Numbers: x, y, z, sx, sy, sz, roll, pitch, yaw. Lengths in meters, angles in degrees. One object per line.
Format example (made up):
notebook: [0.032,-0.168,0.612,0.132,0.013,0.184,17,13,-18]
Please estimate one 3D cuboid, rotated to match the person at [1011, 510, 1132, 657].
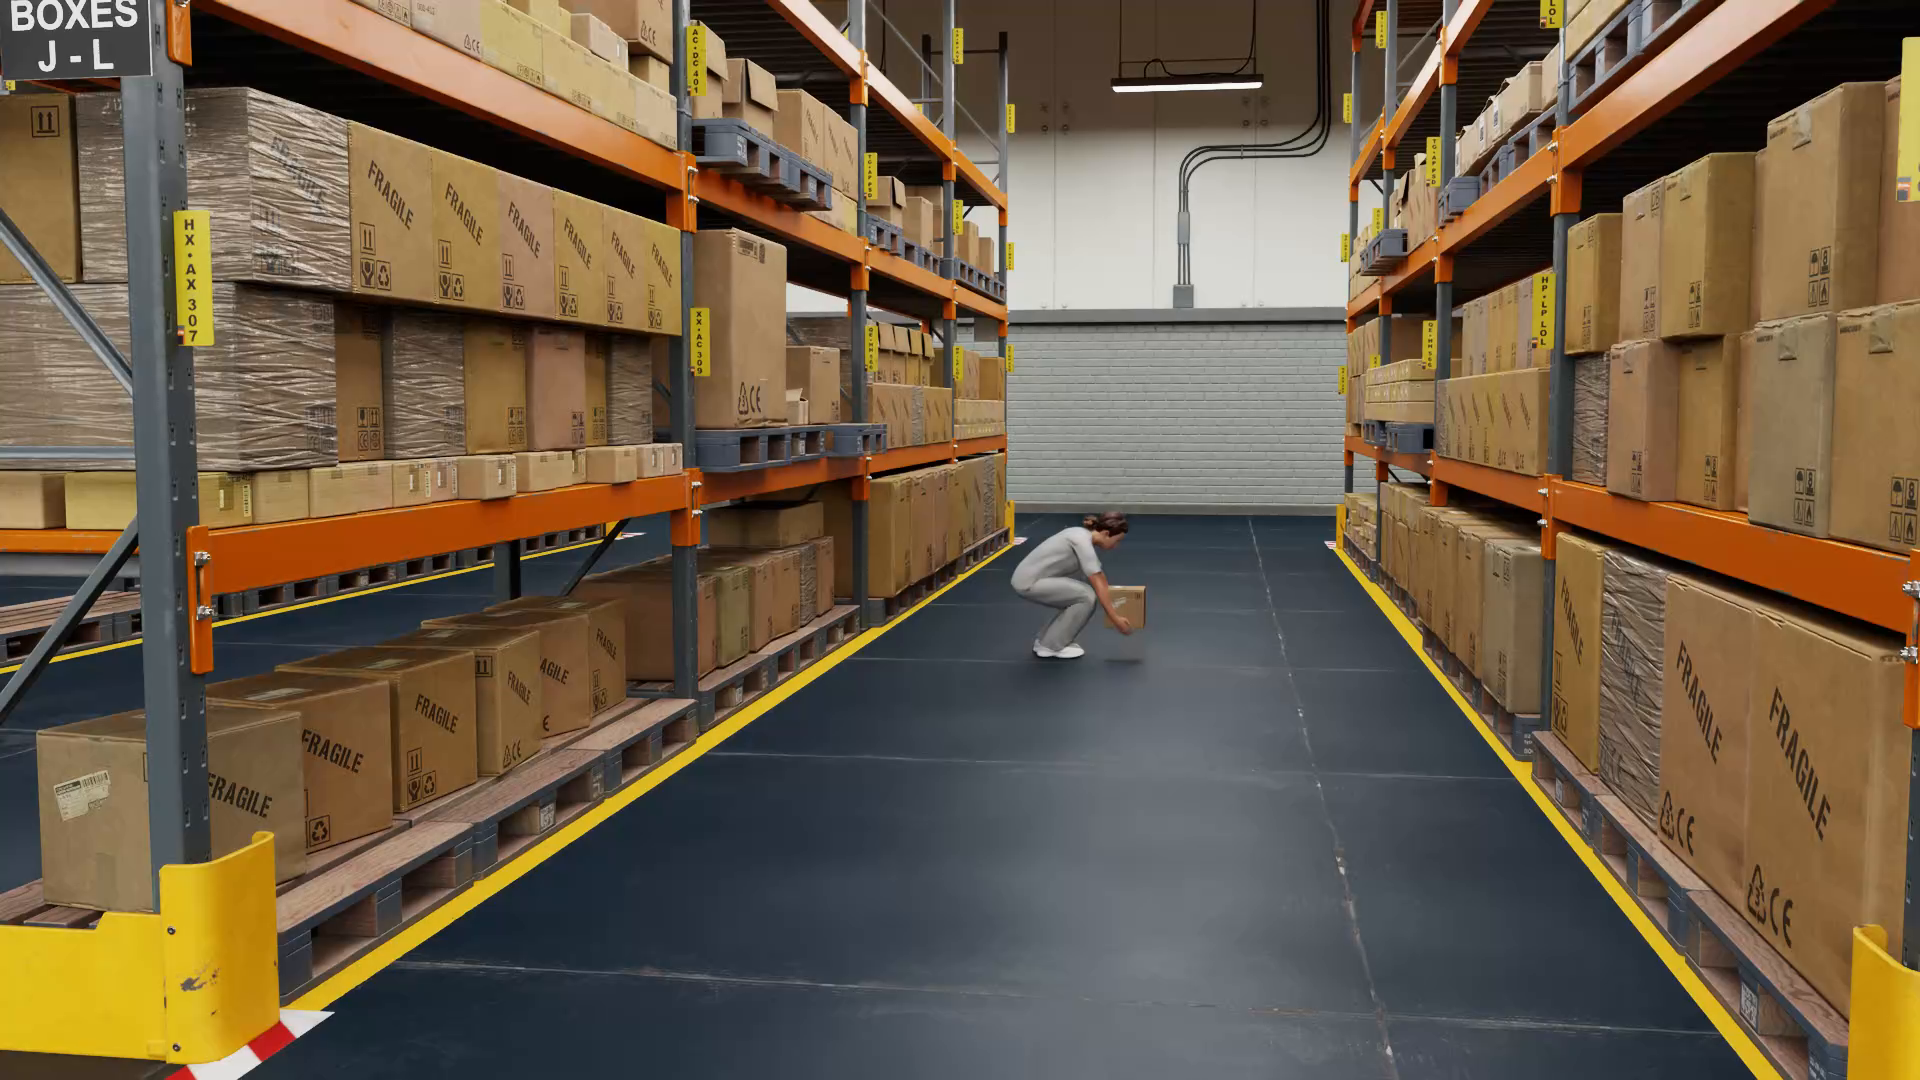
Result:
person: [0.737,0.294,10.896,0.801,0.930,0.476,1,5,8]
